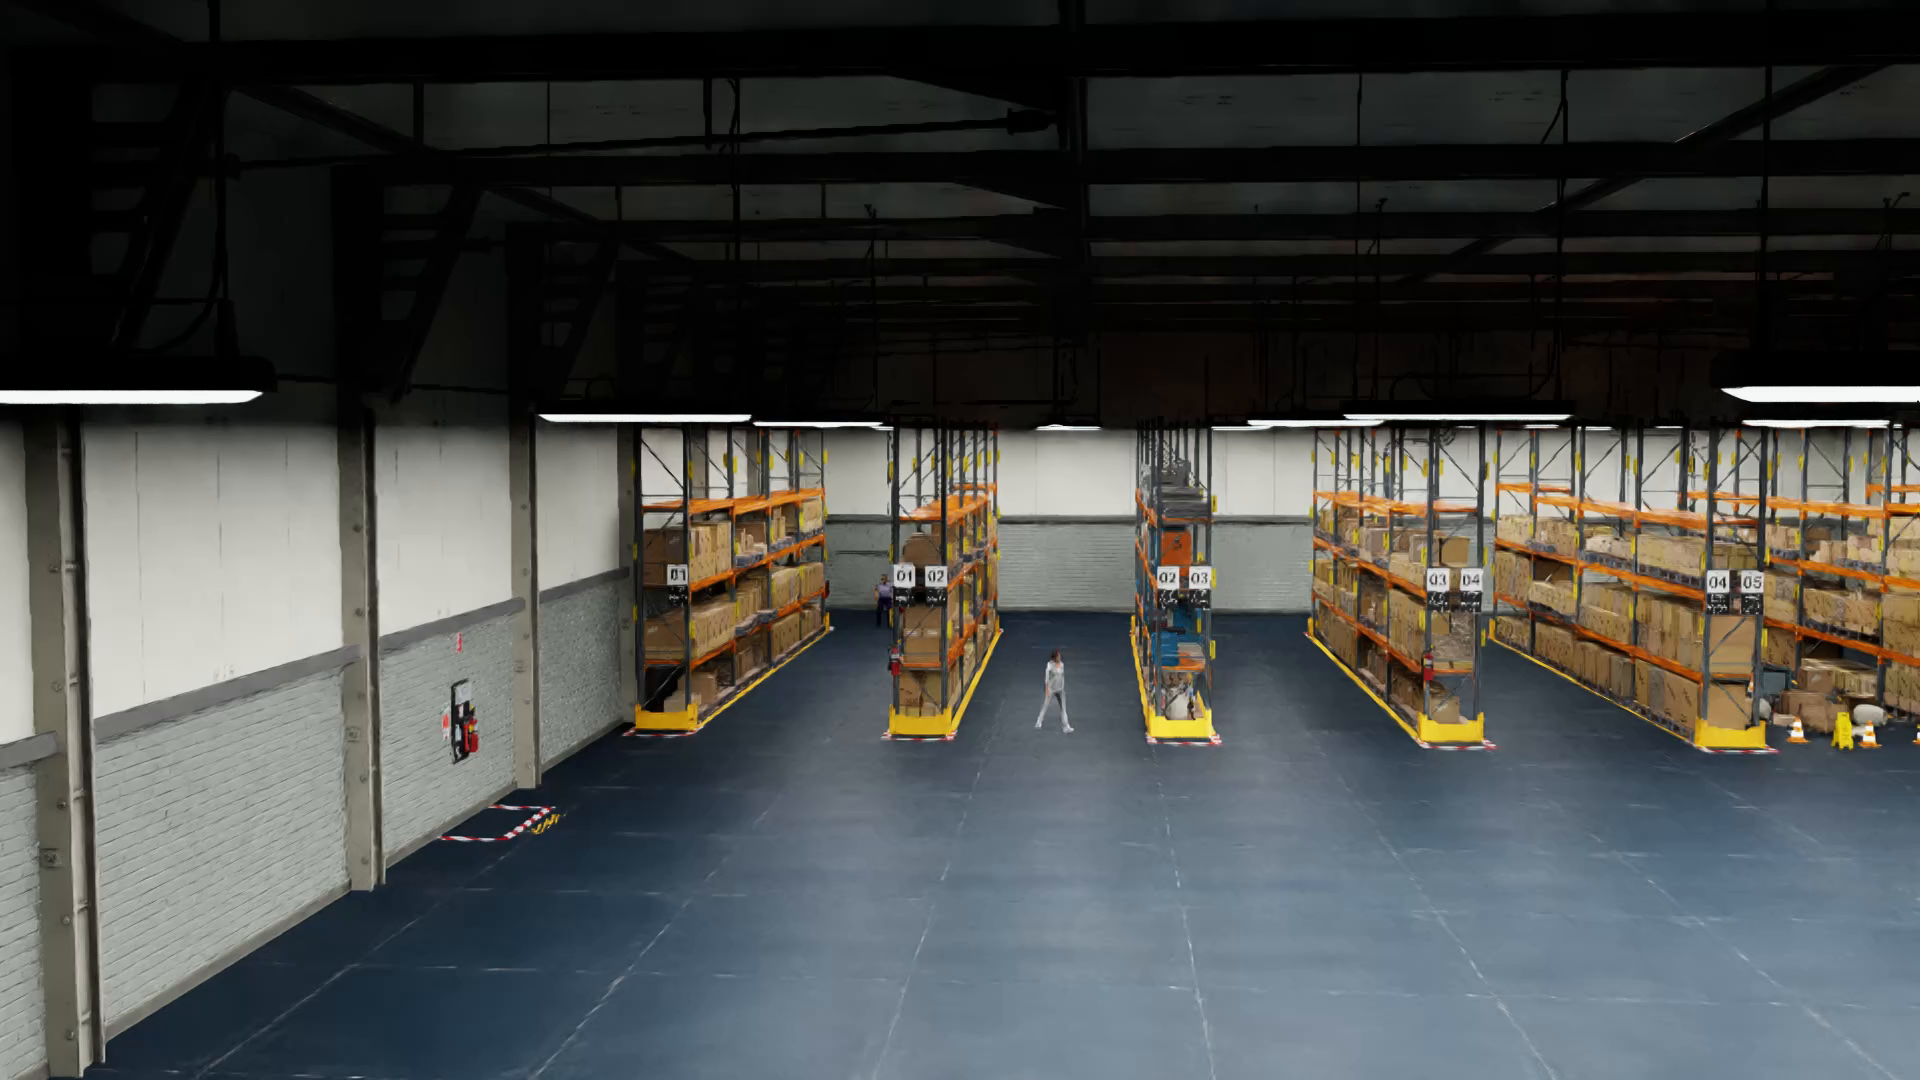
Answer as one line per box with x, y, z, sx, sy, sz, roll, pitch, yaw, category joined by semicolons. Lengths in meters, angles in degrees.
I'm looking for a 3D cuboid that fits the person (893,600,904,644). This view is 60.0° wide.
-1.451;1.998;44.328;0.682;1.676;0.535;0;4;3;person

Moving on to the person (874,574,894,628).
-2.193;1.768;48.521;0.625;1.596;0.517;0;4;3;person

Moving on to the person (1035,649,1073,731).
1.781;2.864;31.810;0.486;1.546;0.862;-2;4;-24;person

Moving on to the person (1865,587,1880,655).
23.423;2.062;42.370;0.573;1.764;0.681;1;4;17;person
